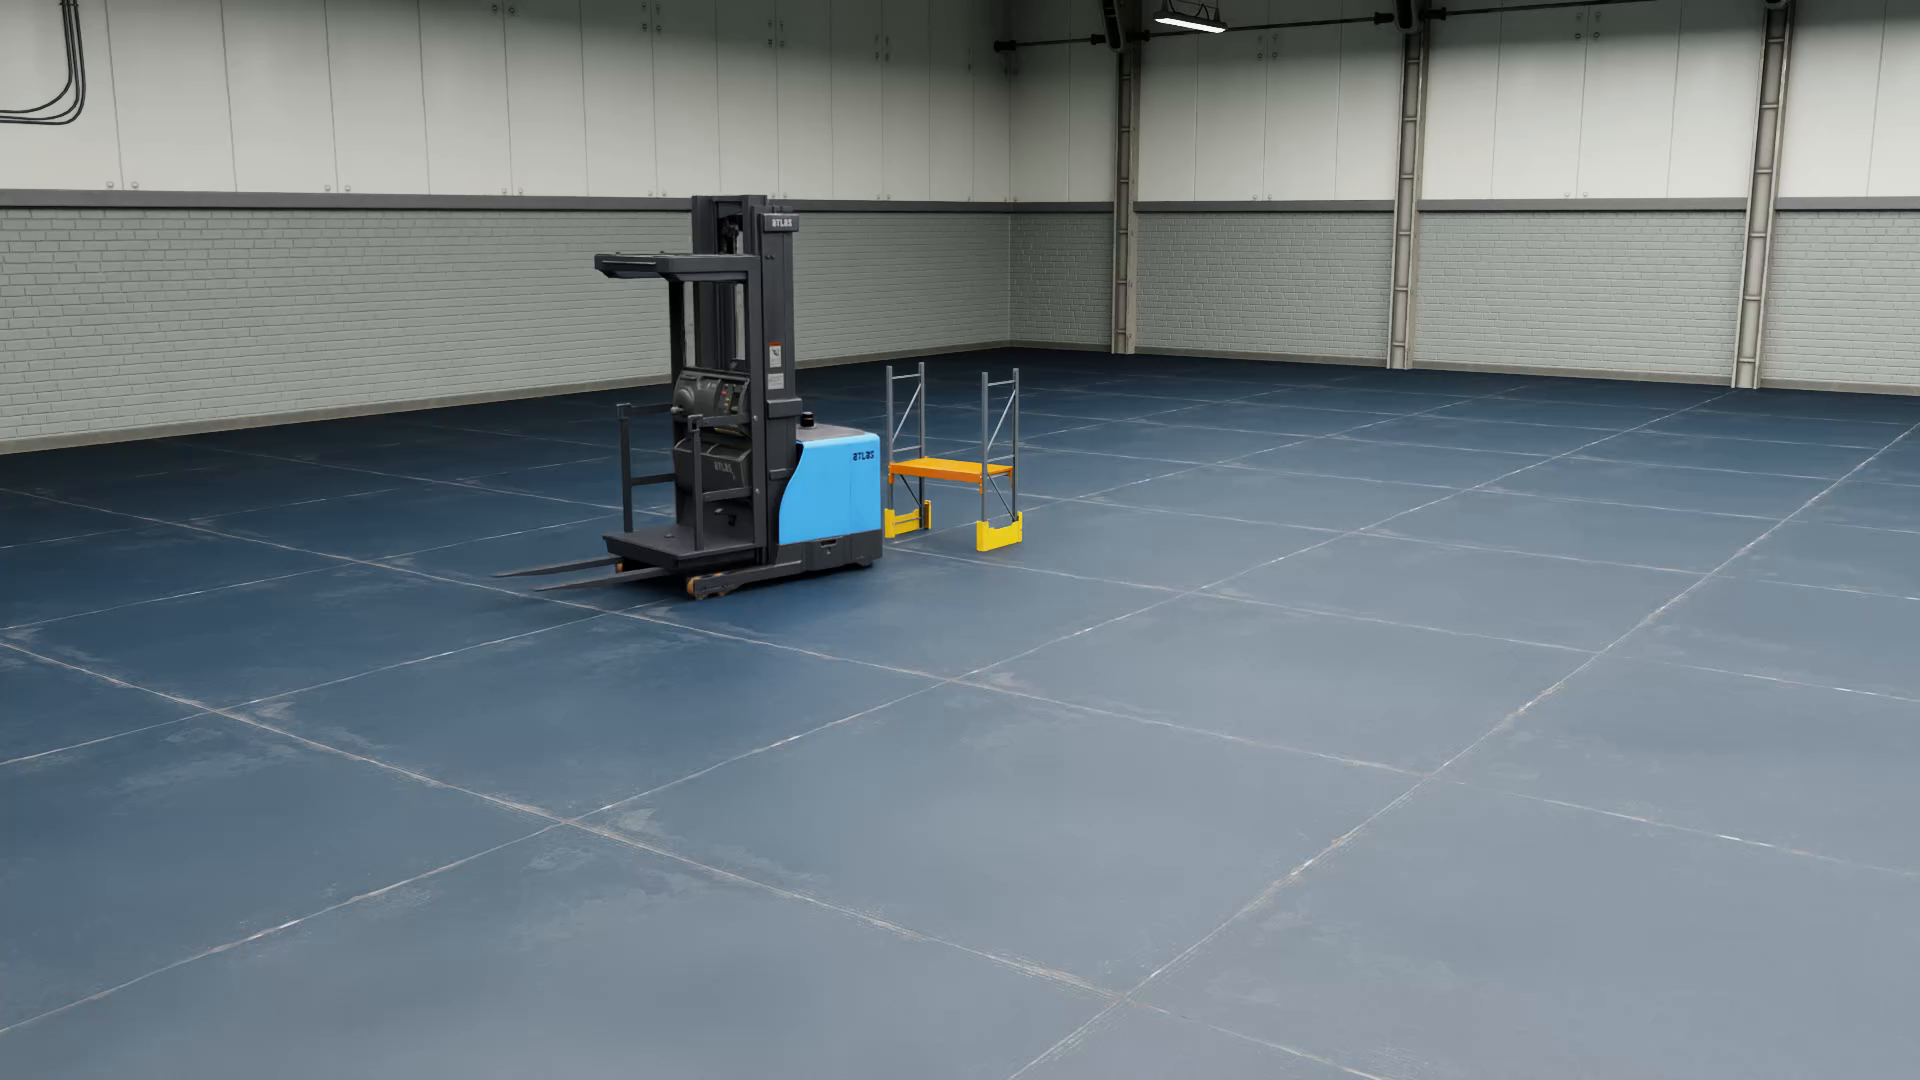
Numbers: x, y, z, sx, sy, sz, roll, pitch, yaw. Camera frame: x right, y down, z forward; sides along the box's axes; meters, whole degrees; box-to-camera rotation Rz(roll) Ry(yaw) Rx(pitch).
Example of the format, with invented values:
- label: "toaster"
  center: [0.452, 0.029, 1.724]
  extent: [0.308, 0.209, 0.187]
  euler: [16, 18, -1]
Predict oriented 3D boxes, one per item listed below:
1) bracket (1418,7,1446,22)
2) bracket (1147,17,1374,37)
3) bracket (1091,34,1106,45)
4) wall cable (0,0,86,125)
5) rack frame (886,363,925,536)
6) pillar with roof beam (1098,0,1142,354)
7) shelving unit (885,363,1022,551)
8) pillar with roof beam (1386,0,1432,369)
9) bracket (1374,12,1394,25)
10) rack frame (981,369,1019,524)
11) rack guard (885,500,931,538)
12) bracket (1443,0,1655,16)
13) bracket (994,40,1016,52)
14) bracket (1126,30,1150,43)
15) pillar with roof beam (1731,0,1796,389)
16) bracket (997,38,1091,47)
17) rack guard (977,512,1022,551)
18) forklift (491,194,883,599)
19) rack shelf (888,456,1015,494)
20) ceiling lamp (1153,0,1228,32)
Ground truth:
- label: "bracket"
  center: [8.361, -9.300, 29.435]
  extent: [0.430, 0.232, 0.235]
  euler: [8, 13, 36]
- label: "bracket"
  center: [5.601, -9.685, 31.424]
  extent: [4.783, 0.066, 0.076]
  euler: [8, 13, 36]
- label: "bracket"
  center: [2.856, -10.068, 33.404]
  extent: [0.430, 0.232, 0.235]
  euler: [8, 13, 36]
- label: "wall cable"
  center: [-11.205, -7.141, 18.797]
  extent: [0.169, 6.003, 2.305]
  euler: [8, 13, 36]
- label: "rack frame"
  center: [-0.478, -0.803, 14.732]
  extent: [0.032, 1.500, 0.500]
  euler: [8, 13, 36]
- label: "pillar with roof beam"
  center: [0.852, -7.650, 30.379]
  extent: [0.548, 9.000, 9.100]
  euler: [8, 13, 36]
- label: "shelving unit"
  center: [-0.061, -0.745, 14.432]
  extent: [1.083, 1.500, 0.587]
  euler: [8, 13, 36]
- label: "pillar with roof beam"
  center: [5.688, -6.975, 26.892]
  extent: [0.548, 9.000, 9.100]
  euler: [8, 13, 36]
- label: "bracket"
  center: [7.692, -9.394, 29.917]
  extent: [0.430, 0.232, 0.235]
  euler: [8, 13, 36]
- label: "rack frame"
  center: [0.341, -0.689, 14.141]
  extent: [0.032, 1.500, 0.500]
  euler: [8, 13, 36]
- label: "rack guard"
  center: [-0.463, -0.187, 14.840]
  extent: [0.087, 0.250, 0.587]
  euler: [8, 13, 36]
- label: "bracket"
  center: [10.437, -9.011, 27.937]
  extent: [4.783, 0.066, 0.076]
  euler: [8, 13, 36]
- label: "bracket"
  center: [0.945, -10.335, 34.781]
  extent: [0.430, 0.232, 0.235]
  euler: [8, 13, 36]
- label: "bracket"
  center: [3.525, -9.975, 32.921]
  extent: [0.430, 0.232, 0.235]
  euler: [8, 13, 36]
- label: "pillar with roof beam"
  center: [10.524, -6.300, 23.405]
  extent: [0.548, 9.000, 9.100]
  euler: [8, 13, 36]
- label: "bracket"
  center: [1.421, -10.268, 34.438]
  extent: [3.189, 0.066, 0.076]
  euler: [8, 13, 36]
- label: "rack guard"
  center: [0.340, -0.075, 14.261]
  extent: [0.087, 0.250, 0.587]
  euler: [8, 13, 36]
- label: "forklift"
  center: [-2.056, -1.112, 12.562]
  extent: [3.031, 2.935, 1.130]
  euler: [-10, 15, -41]
- label: "rack shelf"
  center: [-0.069, -0.569, 14.471]
  extent: [1.000, 0.185, 0.538]
  euler: [8, 13, 36]
- label: "ceiling lamp"
  center: [3.579, -9.981, 27.060]
  extent: [0.800, 3.185, 2.000]
  euler: [8, 13, 36]
